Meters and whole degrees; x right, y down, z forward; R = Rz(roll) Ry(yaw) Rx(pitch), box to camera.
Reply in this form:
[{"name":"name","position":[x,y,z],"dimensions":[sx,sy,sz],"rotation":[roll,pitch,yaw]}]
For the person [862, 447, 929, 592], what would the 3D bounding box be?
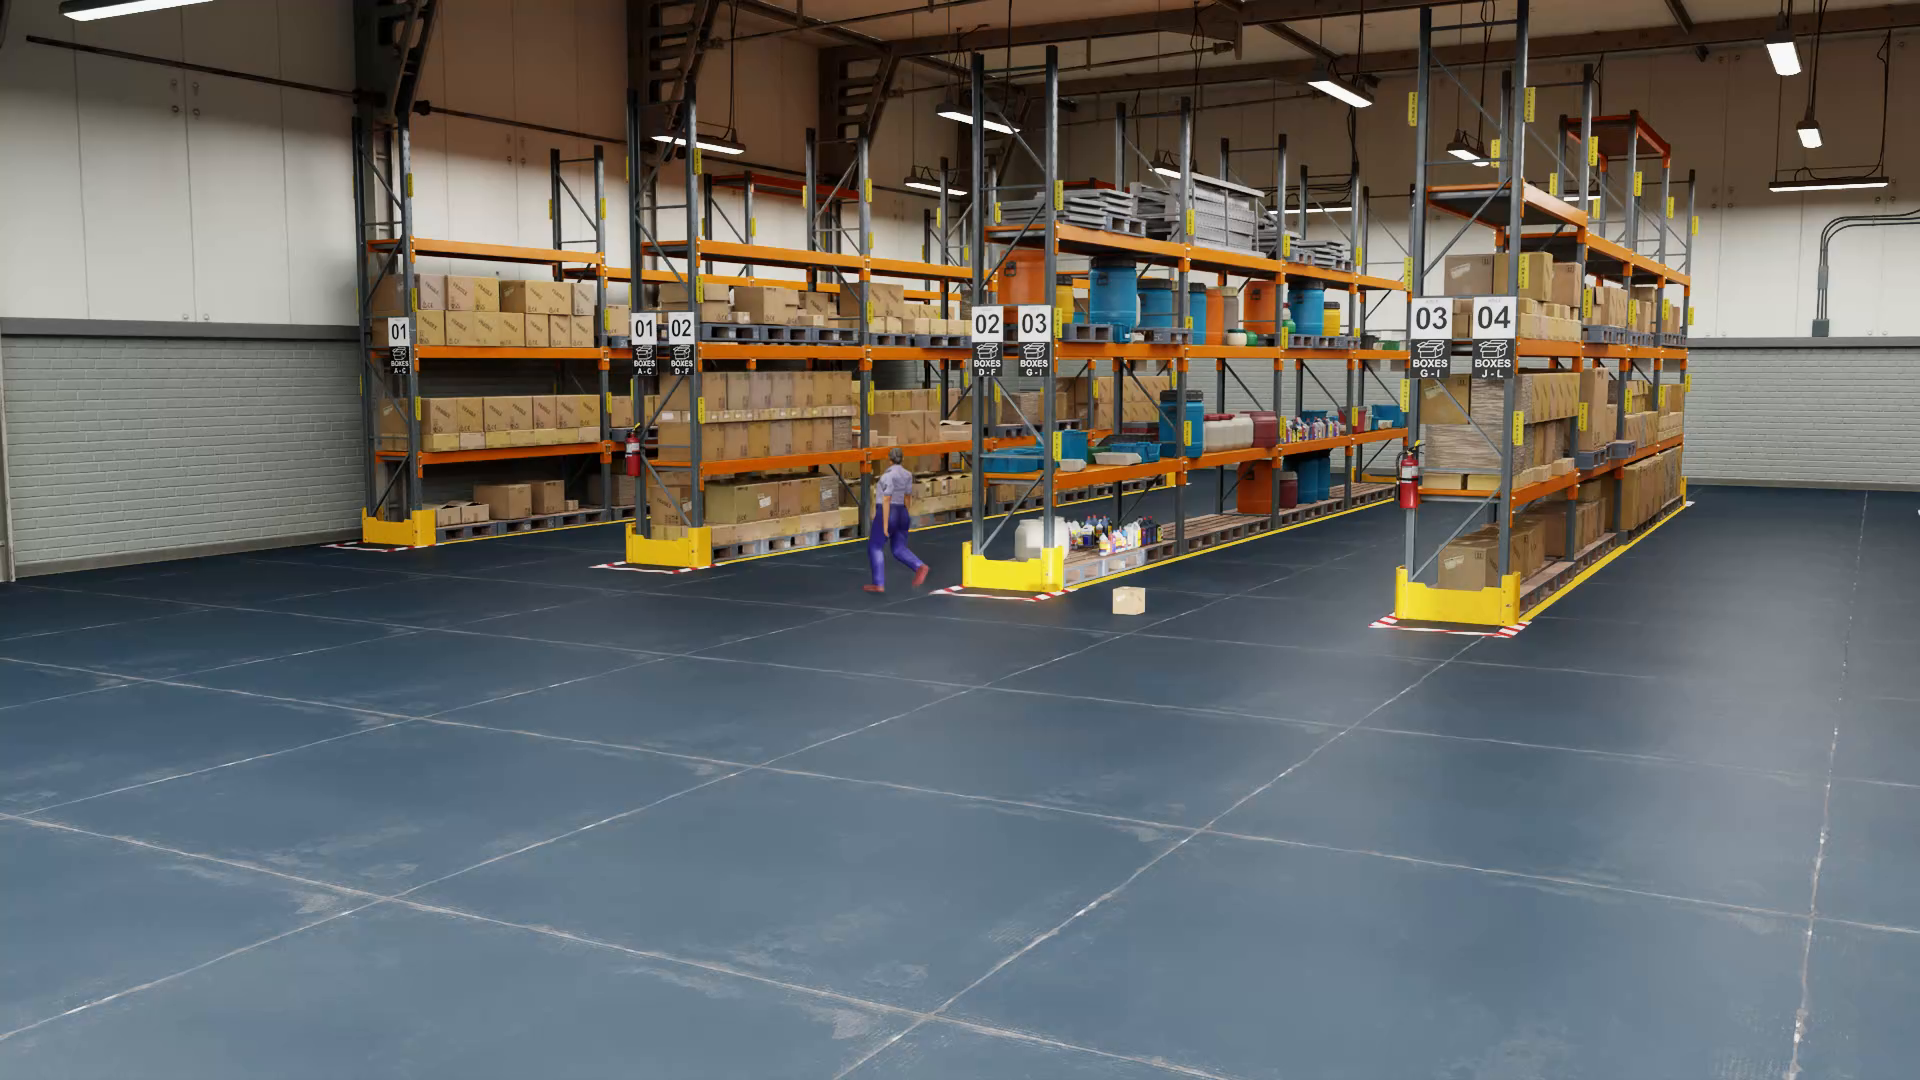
[{"name":"person","position":[-0.711,-0.219,18.426],"dimensions":[0.776,1.596,0.490],"rotation":[5,8,38]}]
